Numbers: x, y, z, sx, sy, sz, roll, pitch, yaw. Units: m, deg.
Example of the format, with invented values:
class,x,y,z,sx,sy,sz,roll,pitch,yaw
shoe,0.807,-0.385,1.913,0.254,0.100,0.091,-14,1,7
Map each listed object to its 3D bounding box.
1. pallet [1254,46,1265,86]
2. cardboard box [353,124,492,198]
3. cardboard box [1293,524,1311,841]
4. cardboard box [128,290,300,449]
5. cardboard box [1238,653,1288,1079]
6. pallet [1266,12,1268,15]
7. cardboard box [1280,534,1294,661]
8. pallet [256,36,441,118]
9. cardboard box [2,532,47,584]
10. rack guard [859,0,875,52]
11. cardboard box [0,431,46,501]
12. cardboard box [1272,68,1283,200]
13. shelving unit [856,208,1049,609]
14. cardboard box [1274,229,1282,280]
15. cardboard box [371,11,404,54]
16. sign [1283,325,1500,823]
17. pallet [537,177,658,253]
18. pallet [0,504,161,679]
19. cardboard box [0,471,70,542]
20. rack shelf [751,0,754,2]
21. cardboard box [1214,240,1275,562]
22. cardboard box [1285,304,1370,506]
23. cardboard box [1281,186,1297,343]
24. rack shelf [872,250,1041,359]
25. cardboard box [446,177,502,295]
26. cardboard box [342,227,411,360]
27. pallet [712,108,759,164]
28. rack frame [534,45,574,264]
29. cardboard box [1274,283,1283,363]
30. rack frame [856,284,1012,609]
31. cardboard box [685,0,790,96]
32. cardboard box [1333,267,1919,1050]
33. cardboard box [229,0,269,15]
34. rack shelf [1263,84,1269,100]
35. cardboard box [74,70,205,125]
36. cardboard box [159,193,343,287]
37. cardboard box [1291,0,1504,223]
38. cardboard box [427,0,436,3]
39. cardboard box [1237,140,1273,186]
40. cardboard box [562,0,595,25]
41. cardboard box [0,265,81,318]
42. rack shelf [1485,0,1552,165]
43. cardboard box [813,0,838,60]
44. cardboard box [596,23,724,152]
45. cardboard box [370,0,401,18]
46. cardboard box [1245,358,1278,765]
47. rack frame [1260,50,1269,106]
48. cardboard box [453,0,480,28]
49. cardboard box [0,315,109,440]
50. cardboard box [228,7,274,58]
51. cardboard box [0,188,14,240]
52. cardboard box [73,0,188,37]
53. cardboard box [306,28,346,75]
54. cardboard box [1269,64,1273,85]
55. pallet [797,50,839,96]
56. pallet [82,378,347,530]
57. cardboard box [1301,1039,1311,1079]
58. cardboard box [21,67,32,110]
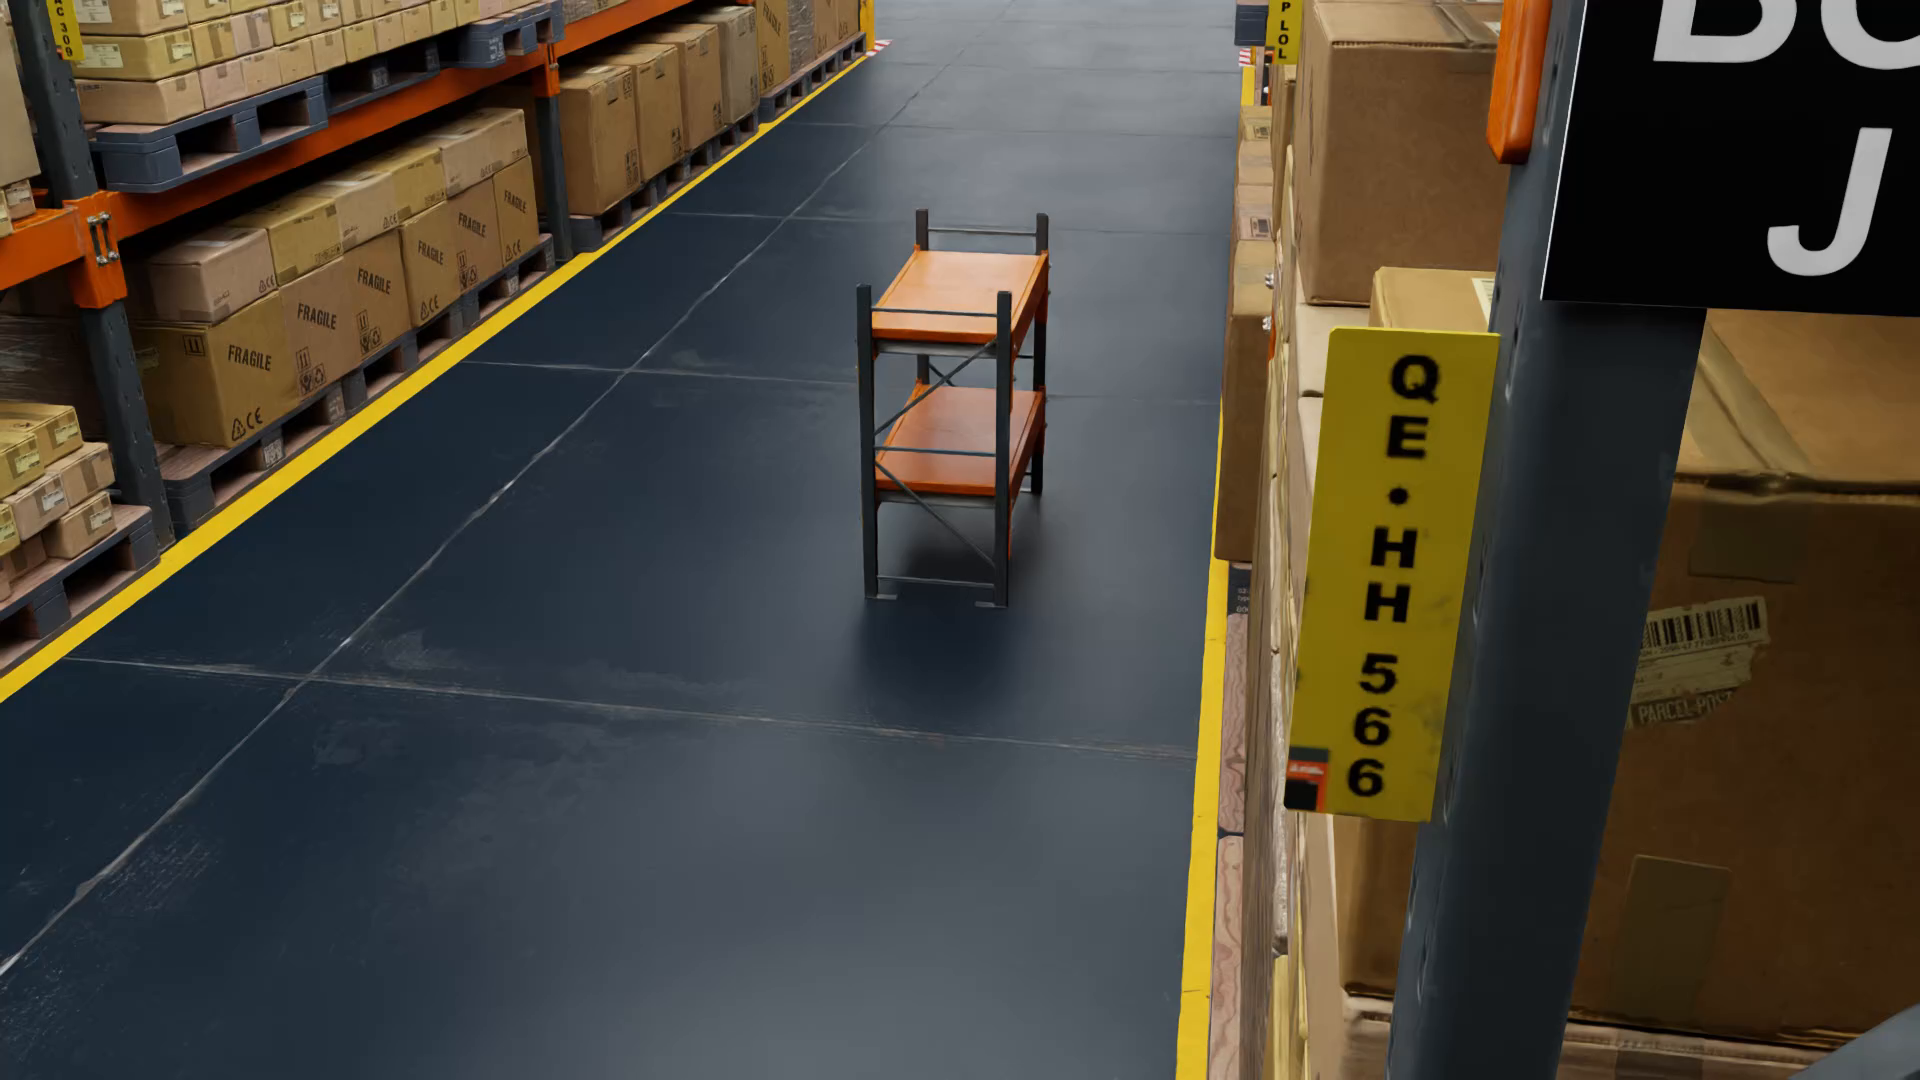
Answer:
class,x,y,z,sx,sy,sz,roll,pitch,yaw
pallet,3.227,-4.355,15.304,1.003,0.211,1.213,4,25,9
cardboard box,-2.702,-1.908,8.357,0.500,0.250,0.500,4,25,9
cardboard box,0.693,0.205,2.100,0.500,0.250,0.500,4,25,8
cardboard box,-3.049,-0.703,6.666,0.500,0.500,0.500,5,26,11
cardboard box,0.966,0.823,2.964,0.875,0.875,0.875,4,25,9
pallet,2.382,-3.385,10.169,1.003,0.211,1.213,4,25,9
cardboard box,0.733,0.111,2.770,0.380,0.149,0.250,4,25,9
pallet,-3.061,-2.109,7.444,1.003,0.211,1.213,4,25,9
cardboard box,-3.284,0.038,5.499,0.380,0.149,0.250,5,25,10
rack guard,-1.466,-5.251,16.878,1.175,0.500,0.348,4,25,9
cardboard box,-3.235,-0.246,5.403,0.380,0.149,0.250,4,25,9
cardboard box,1.340,-1.434,5.658,0.500,0.500,0.500,5,26,10
shelving unit,-0.001,-0.507,6.005,0.538,1.125,1.048,4,25,9
cardboard box,1.069,-0.753,4.618,0.380,0.149,0.250,4,25,9
cardboard box,-2.661,-2.215,7.244,0.380,0.149,0.250,3,25,6
sign,0.259,0.030,1.003,0.100,0.325,0.005,4,25,9
pallet,-2.574,-2.088,10.463,1.003,0.211,1.213,4,25,9
pallet,-3.506,0.192,5.590,1.003,0.211,1.213,4,25,9
cardboard box,-3.201,-0.120,5.484,0.380,0.149,0.250,3,25,6
rack shelf,-1.797,-5.210,14.692,1.077,0.370,4.000,4,25,9
cardboard box,1.531,-0.465,5.716,1.225,0.875,0.875,4,25,9
cardboard box,0.857,-0.226,3.021,0.500,0.250,0.500,4,25,9
cardboard box,1.024,-0.649,3.924,0.500,0.250,0.500,4,25,8
rack shelf,-0.001,-0.838,5.850,0.459,0.093,0.952,4,25,9
cardboard box,-2.716,-1.575,8.529,0.500,0.500,0.500,5,26,11
cardboard box,-2.892,-1.144,7.609,0.500,0.500,0.500,4,25,9
pallet,-2.175,-3.109,12.643,1.003,0.211,1.213,4,25,9
rack frame,-2.777,-3.027,9.178,1.000,3.000,0.127,4,25,9
cardboard box,0.984,-0.533,4.148,0.380,0.149,0.250,5,26,10
rack frame,-0.084,-0.294,5.551,0.500,1.125,0.032,4,25,9
cardboard box,-1.952,-4.186,13.665,0.875,0.875,0.875,4,25,9
cardboard box,0.612,0.077,1.490,0.500,0.500,0.500,4,25,9
cardboard box,-2.829,-2.057,6.205,0.380,0.149,0.250,4,25,9
rack shelf,2.426,-3.152,10.293,1.077,0.370,4.000,4,25,9
cardboard box,-2.913,-1.563,5.852,0.380,0.149,0.250,3,25,6
cardboard box,-2.965,-1.265,6.983,0.500,0.250,0.500,5,25,10
cardboard box,1.027,-0.986,3.760,0.500,0.500,0.500,4,25,9
cardboard box,-2.576,-2.569,7.651,0.380,0.149,0.250,4,25,8
cardboard box,1.813,-1.209,7.306,1.225,0.875,0.875,4,25,9
cardboard box,-2.438,-3.241,9.518,0.500,0.500,0.500,4,25,9
cardboard box,-3.559,-1.081,6.589,0.500,0.250,0.500,3,25,7
rack shelf,1.119,-1.164,2.509,1.077,0.370,4.000,4,25,9
cardboard box,-1.657,-4.944,15.285,0.875,0.875,0.875,4,25,8
cardboard box,-2.298,-3.202,11.711,1.050,0.750,0.750,4,25,9
cardboard box,-2.659,-2.352,7.187,0.380,0.149,0.250,4,25,7
cardboard box,1.259,0.075,4.563,0.875,0.875,0.875,4,25,9
rack frame,2.753,-4.314,11.928,1.000,3.000,0.127,4,25,9
cardboard box,-2.533,-2.550,7.960,0.380,0.149,0.250,4,25,8
cardboard box,-3.559,-0.739,6.744,0.500,0.500,0.500,4,25,8
cardboard box,-2.831,-1.914,6.252,0.380,0.149,0.250,5,25,10
cardboard box,-3.181,-0.989,5.121,0.380,0.149,0.250,3,25,7
cardboard box,-2.913,-1.833,5.726,0.380,0.149,0.250,5,26,11
cardboard box,-2.745,-1.995,6.775,0.380,0.149,0.250,3,25,6
cardboard box,1.669,-2.286,7.477,0.500,0.500,0.500,3,25,7
pallet,-1.725,-4.261,15.104,1.003,0.211,1.213,4,25,9
pallet,-3.305,-0.417,6.891,1.003,0.211,1.213,4,25,9
cardboard box,0.525,0.647,1.626,0.380,0.149,0.250,5,25,10
cardboard box,-3.562,-1.610,5.952,0.380,0.149,0.250,3,25,7
